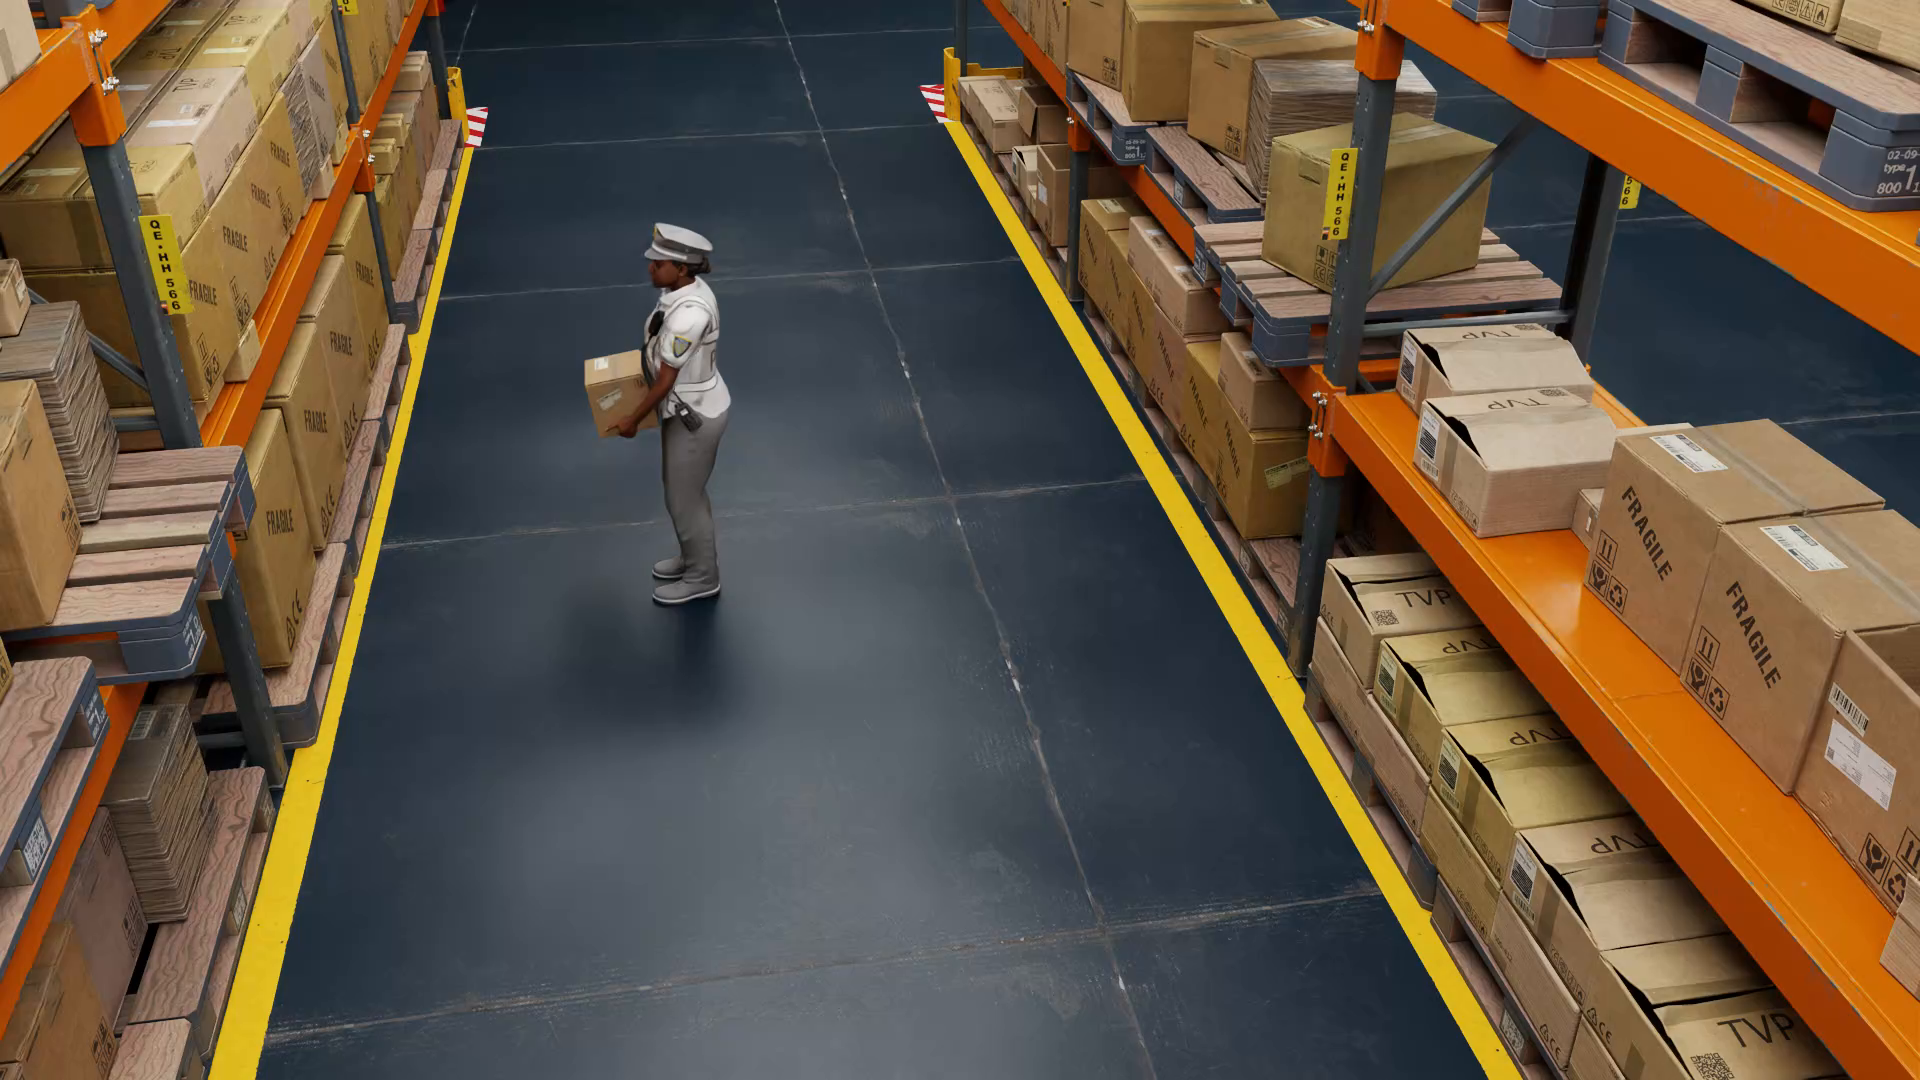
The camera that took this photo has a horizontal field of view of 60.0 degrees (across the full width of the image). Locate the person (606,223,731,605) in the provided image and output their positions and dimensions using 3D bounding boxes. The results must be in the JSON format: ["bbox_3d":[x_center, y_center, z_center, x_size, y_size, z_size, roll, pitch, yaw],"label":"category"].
[{"bbox_3d":[-1.222,-0.520,6.983,0.521,1.691,0.424,-6,31,-10],"label":"person"}]
